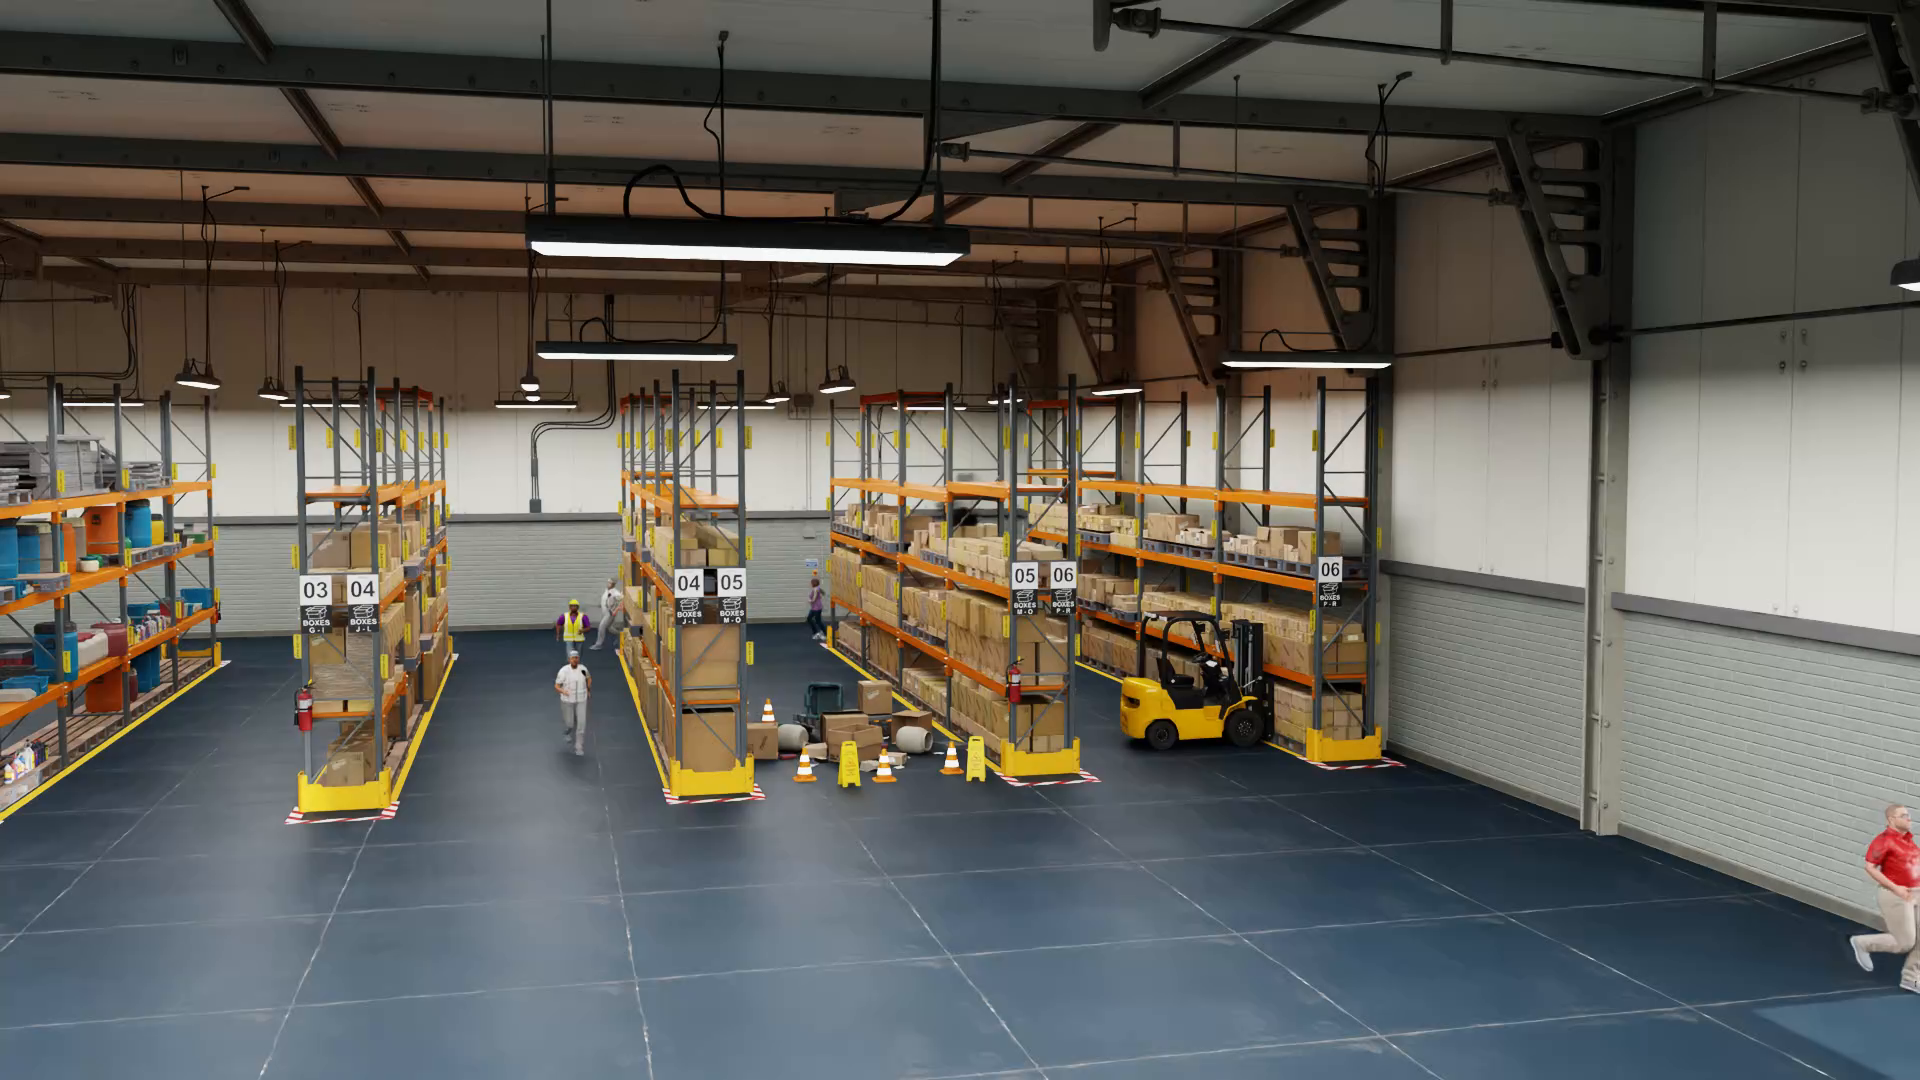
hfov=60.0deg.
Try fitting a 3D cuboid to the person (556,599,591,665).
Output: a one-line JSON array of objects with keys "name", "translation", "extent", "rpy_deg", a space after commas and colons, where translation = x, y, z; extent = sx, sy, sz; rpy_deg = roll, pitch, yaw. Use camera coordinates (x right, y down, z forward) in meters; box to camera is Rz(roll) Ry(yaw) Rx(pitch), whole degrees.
[{"name": "person", "translation": [-7.919, 2.088, 34.083], "extent": [0.684, 1.740, 0.667], "rpy_deg": [-1, 4, -16]}]

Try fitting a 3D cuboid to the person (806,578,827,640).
[{"name": "person", "translation": [-3.554, 1.740, 41.578], "extent": [0.618, 1.597, 0.566], "rpy_deg": [0, 3, -8]}]

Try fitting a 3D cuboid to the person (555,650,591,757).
[{"name": "person", "translation": [-6.178, 2.593, 26.646], "extent": [0.607, 1.659, 0.849], "rpy_deg": [-1, 4, -24]}]

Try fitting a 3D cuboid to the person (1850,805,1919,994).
[{"name": "person", "translation": [8.572, 3.254, 15.173], "extent": [0.658, 1.672, 0.727], "rpy_deg": [-2, 4, -29]}]

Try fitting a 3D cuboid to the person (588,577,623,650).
[{"name": "person", "translation": [-8.425, 1.749, 39.845], "extent": [0.899, 1.741, 0.714], "rpy_deg": [-3, 4, -37]}]
